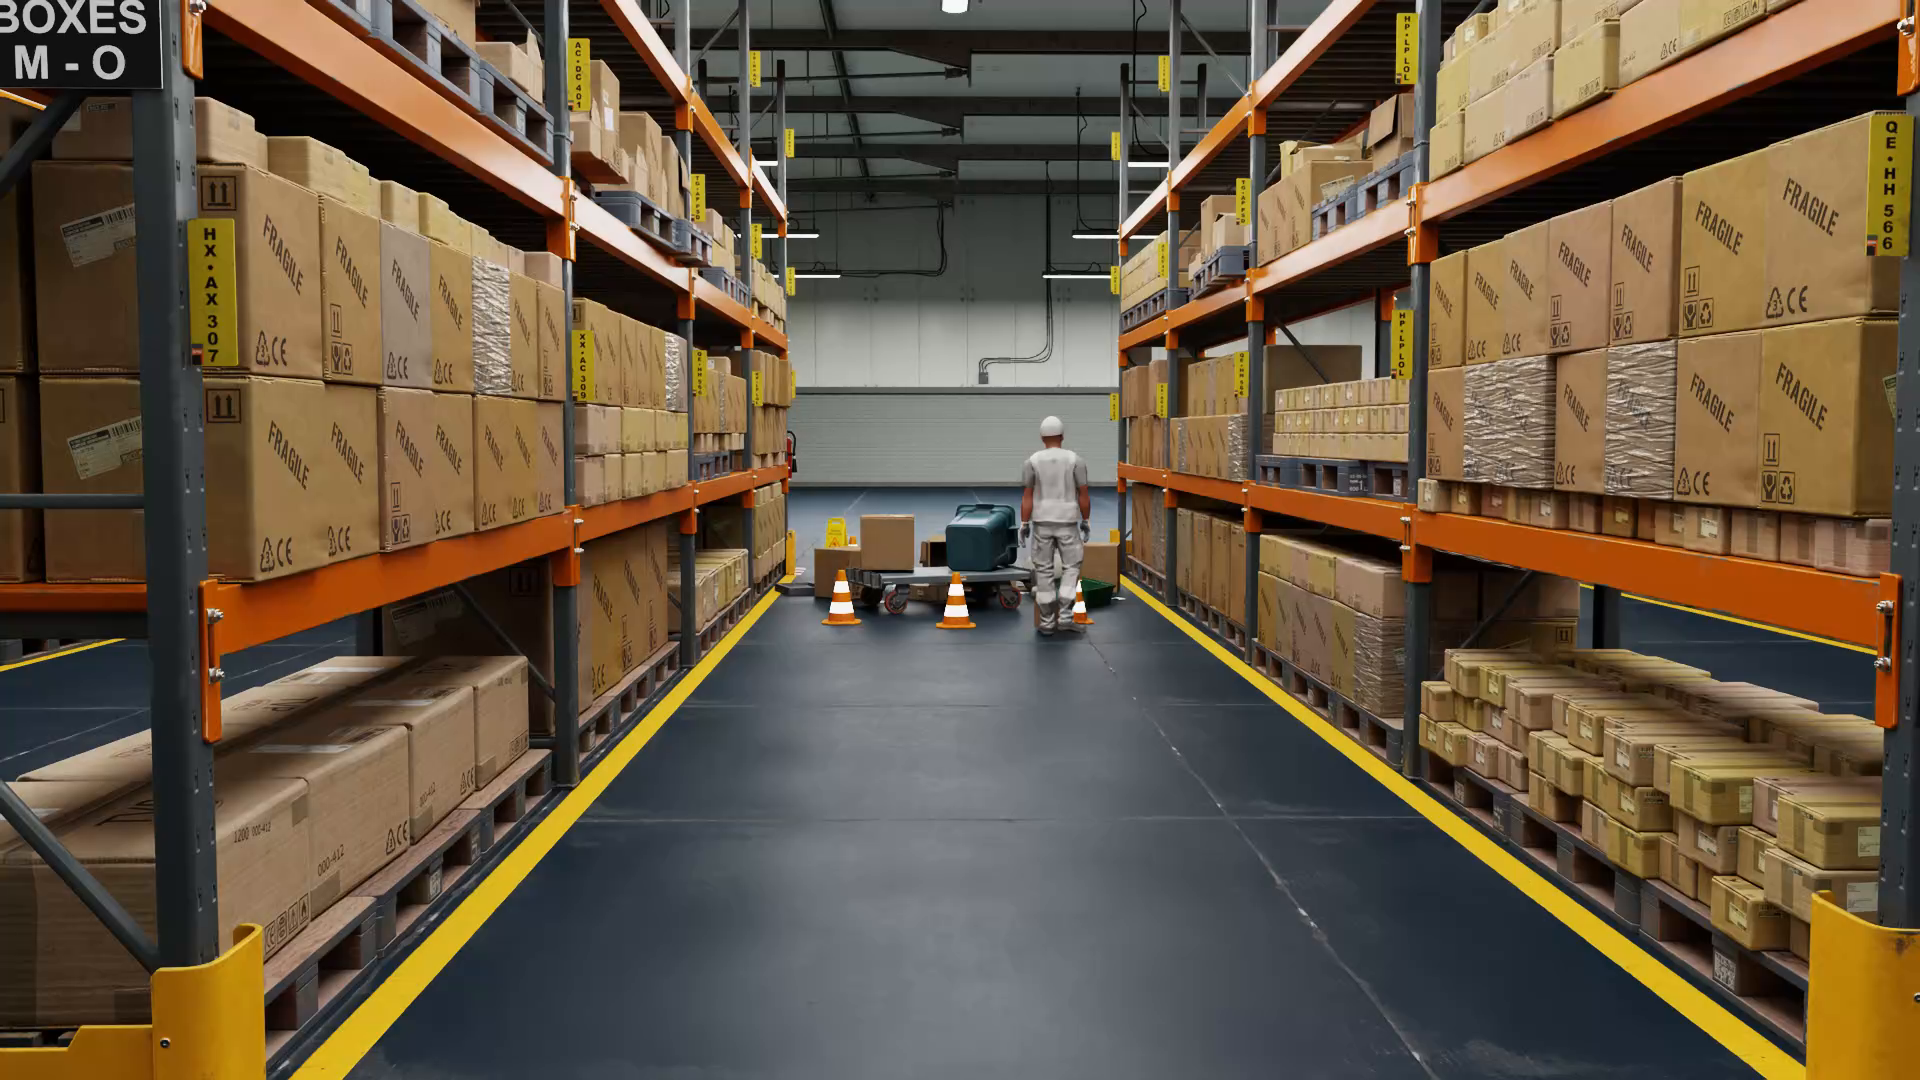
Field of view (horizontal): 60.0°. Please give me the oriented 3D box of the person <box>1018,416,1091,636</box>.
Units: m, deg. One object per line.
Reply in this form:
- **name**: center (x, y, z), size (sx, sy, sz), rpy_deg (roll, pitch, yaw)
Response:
- **person**: center (0.776, -0.115, 13.601), size (0.590, 1.789, 0.441), rpy_deg (0, 4, 6)
